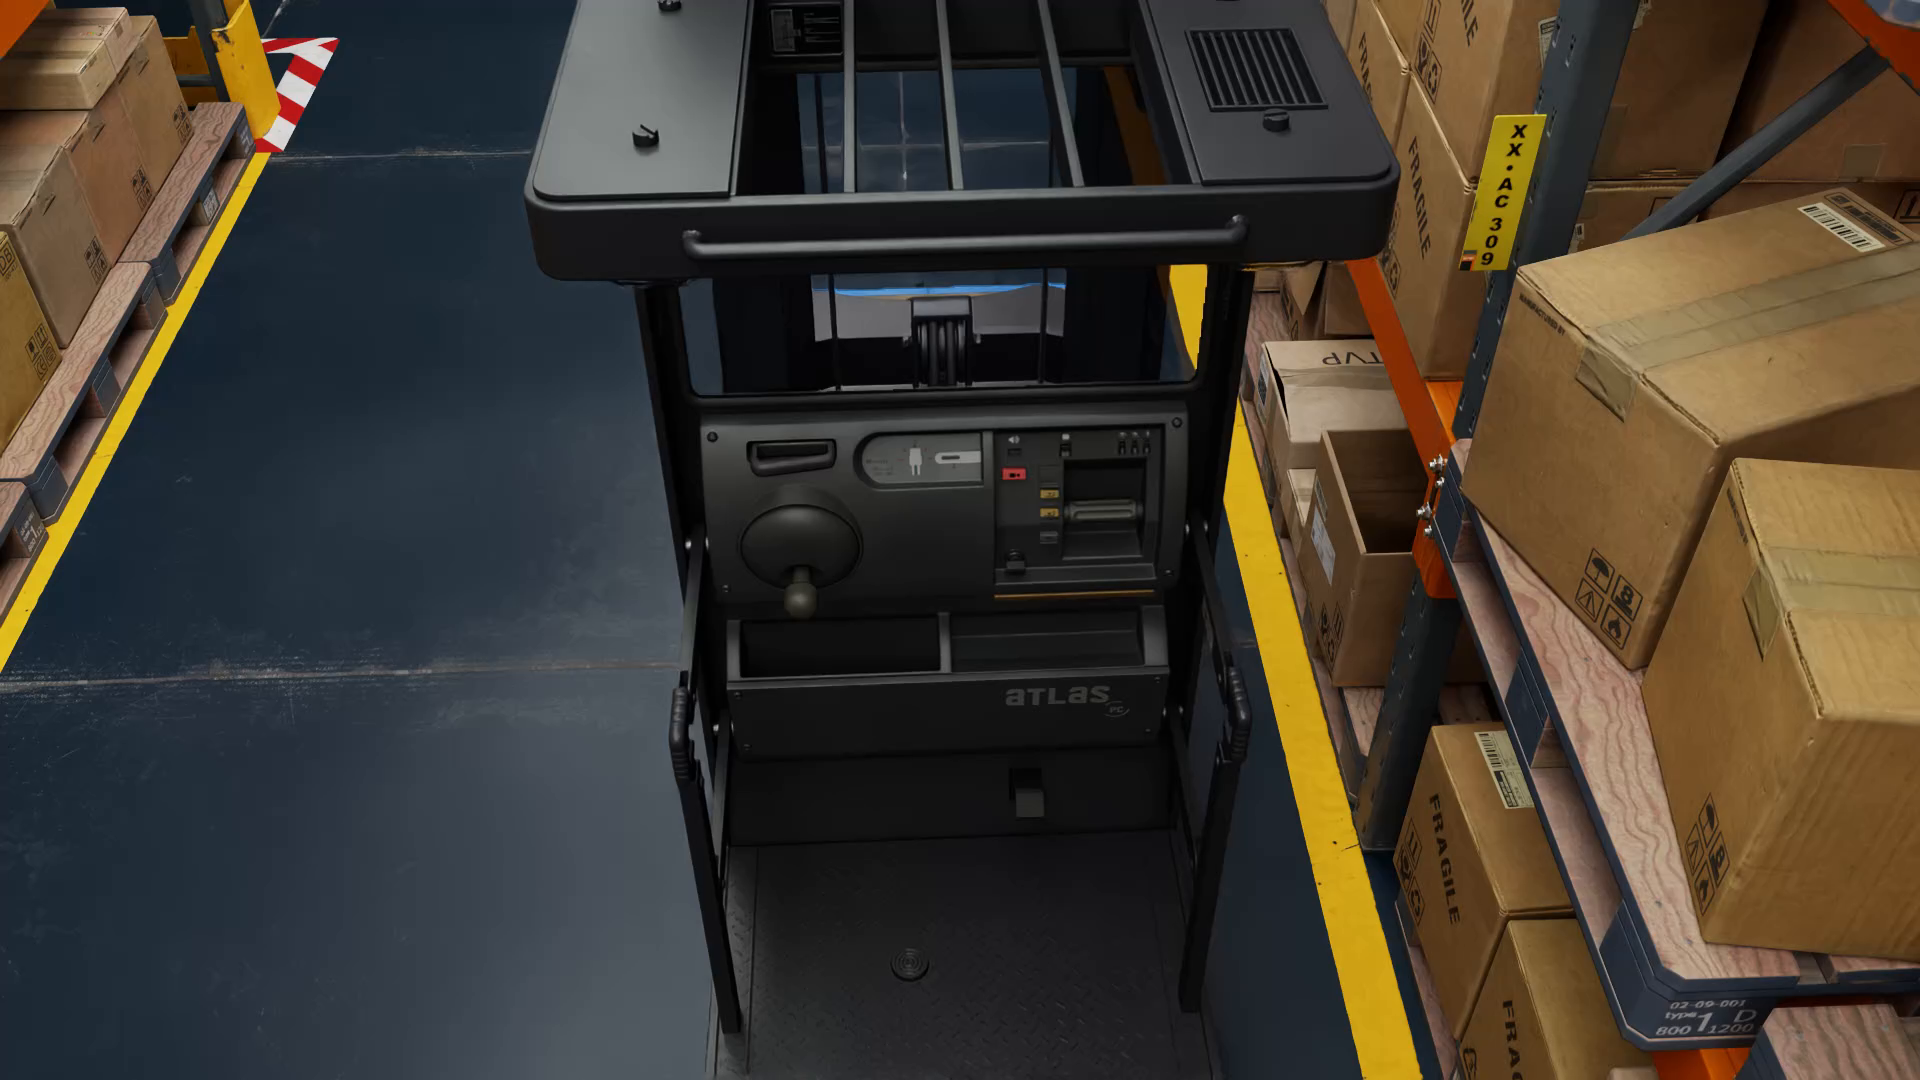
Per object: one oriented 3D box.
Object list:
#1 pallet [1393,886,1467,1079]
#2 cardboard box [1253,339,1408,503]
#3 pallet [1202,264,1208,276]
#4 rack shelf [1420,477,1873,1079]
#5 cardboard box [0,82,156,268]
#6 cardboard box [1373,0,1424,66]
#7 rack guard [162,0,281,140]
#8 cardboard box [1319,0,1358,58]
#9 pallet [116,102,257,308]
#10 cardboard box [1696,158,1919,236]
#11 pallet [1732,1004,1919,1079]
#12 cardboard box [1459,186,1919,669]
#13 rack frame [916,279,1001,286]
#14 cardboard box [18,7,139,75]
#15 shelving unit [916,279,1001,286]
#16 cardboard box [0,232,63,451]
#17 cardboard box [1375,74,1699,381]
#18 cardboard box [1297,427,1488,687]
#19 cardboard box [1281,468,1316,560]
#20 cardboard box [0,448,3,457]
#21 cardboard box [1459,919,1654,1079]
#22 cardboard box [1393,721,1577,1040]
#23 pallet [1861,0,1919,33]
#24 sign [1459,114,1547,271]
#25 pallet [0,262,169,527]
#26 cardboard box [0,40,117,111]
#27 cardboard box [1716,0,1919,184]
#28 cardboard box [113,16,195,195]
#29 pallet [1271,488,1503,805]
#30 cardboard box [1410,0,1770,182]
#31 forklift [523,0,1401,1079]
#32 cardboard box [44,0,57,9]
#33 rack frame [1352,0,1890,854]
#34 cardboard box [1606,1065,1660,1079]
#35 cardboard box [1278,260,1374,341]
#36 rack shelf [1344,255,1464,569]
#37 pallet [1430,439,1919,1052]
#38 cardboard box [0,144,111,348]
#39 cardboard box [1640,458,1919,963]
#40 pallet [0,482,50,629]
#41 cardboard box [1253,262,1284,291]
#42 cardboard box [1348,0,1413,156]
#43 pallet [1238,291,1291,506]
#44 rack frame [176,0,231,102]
[{"bbox_3d":[1.622,1.234,3.747,1.003,0.211,1.213,-2,43,-2],"label":"pallet"},{"bbox_3d":[1.210,-0.396,5.126,0.500,0.311,0.500,-2,43,-2],"label":"cardboard box"},{"bbox_3d":[1.418,-1.425,6.648,1.003,0.211,1.213,-2,43,-2],"label":"pallet"},{"bbox_3d":[1.635,1.274,2.173,1.077,0.370,4.000,-2,43,-2],"label":"rack shelf"},{"bbox_3d":[-3.418,-1.323,6.013,0.700,0.500,0.500,-2,43,-2],"label":"cardboard box"},{"bbox_3d":[1.245,-1.427,3.773,0.500,0.500,0.500,-2,43,-3],"label":"cardboard box"},{"bbox_3d":[-3.570,-1.992,7.053,1.175,0.500,0.348,-2,43,-2],"label":"rack guard"},{"bbox_3d":[1.225,-1.403,4.487,0.500,0.500,0.500,-1,43,-1],"label":"cardboard box"},{"bbox_3d":[-3.457,-1.332,6.547,1.003,0.211,1.213,-2,43,-2],"label":"pallet"},{"bbox_3d":[1.800,-0.731,3.753,0.500,0.500,0.500,-1,43,-1],"label":"cardboard box"},{"bbox_3d":[1.633,1.117,1.954,1.003,0.211,1.213,-2,43,-2],"label":"pallet"},{"bbox_3d":[1.347,-0.207,2.871,0.700,0.500,0.500,-15,45,-16],"label":"cardboard box"},{"bbox_3d":[-0.005,-0.406,5.027,0.240,0.900,0.006,-2,43,-2],"label":"rack frame"},{"bbox_3d":[-3.252,-1.819,6.073,0.380,0.149,0.250,-2,43,-2],"label":"cardboard box"},{"bbox_3d":[0.000,-0.337,4.952,0.258,0.900,0.210,-2,43,-2],"label":"shelving unit"},{"bbox_3d":[-3.366,-0.624,5.250,0.700,0.500,0.500,-1,43,-1],"label":"cardboard box"},{"bbox_3d":[1.272,-0.709,3.729,0.500,0.500,0.500,-1,43,-1],"label":"cardboard box"},{"bbox_3d":[1.242,0.041,4.510,0.500,0.500,0.500,-2,43,-2],"label":"cardboard box"},{"bbox_3d":[1.166,-0.081,4.903,0.380,0.149,0.250,-2,43,-2],"label":"cardboard box"},{"bbox_3d":[-3.347,-0.277,4.872,0.700,0.500,0.500,-2,43,-2],"label":"cardboard box"},{"bbox_3d":[1.361,1.111,3.342,0.500,0.500,0.500,-1,43,-1],"label":"cardboard box"},{"bbox_3d":[1.327,0.751,3.735,0.500,0.500,0.500,-3,43,-4],"label":"cardboard box"},{"bbox_3d":[1.507,-0.936,1.970,1.213,0.211,1.003,-2,43,-2],"label":"pallet"},{"bbox_3d":[1.008,-0.640,3.088,0.100,0.325,0.005,-2,43,-2],"label":"sign"},{"bbox_3d":[-3.408,-0.510,5.651,1.003,0.211,1.213,-2,43,-2],"label":"pallet"},{"bbox_3d":[-3.240,-1.646,5.885,0.380,0.149,0.250,-1,43,-1],"label":"cardboard box"},{"bbox_3d":[1.811,-1.073,3.387,0.500,0.500,0.500,-1,43,-1],"label":"cardboard box"},{"bbox_3d":[-3.439,-1.661,6.381,0.700,0.500,0.500,-2,43,-2],"label":"cardboard box"},{"bbox_3d":[1.522,0.223,4.851,1.003,0.211,1.213,-2,43,-2],"label":"pallet"},{"bbox_3d":[1.270,-1.081,3.396,0.500,0.500,0.500,-1,43,-2],"label":"cardboard box"},{"bbox_3d":[-0.013,0.028,3.050,1.130,2.935,3.031,-2,43,-2],"label":"forklift"},{"bbox_3d":[-3.645,-1.979,6.248,0.380,0.149,0.250,-1,43,-2],"label":"cardboard box"},{"bbox_3d":[1.550,-0.342,3.403,1.000,3.000,0.127,-2,43,-2],"label":"rack frame"},{"bbox_3d":[1.369,1.150,2.745,0.500,0.250,0.500,-2,43,-2],"label":"cardboard box"},{"bbox_3d":[1.465,-0.852,5.481,0.797,0.503,0.637,-2,43,-2],"label":"cardboard box"},{"bbox_3d":[1.465,-1.427,5.119,1.077,0.370,4.000,-2,43,-2],"label":"rack shelf"},{"bbox_3d":[1.475,0.272,2.876,1.003,0.211,1.213,-2,43,-2],"label":"pallet"},{"bbox_3d":[-3.396,-0.984,5.642,0.700,0.500,0.500,-3,43,-3],"label":"cardboard box"},{"bbox_3d":[1.439,0.255,2.367,0.700,0.500,0.500,5,43,5],"label":"cardboard box"},{"bbox_3d":[-3.353,0.315,4.750,1.003,0.211,1.213,-2,43,-2],"label":"pallet"},{"bbox_3d":[1.162,-1.140,5.984,0.500,0.250,0.500,-2,43,-2],"label":"cardboard box"},{"bbox_3d":[1.249,-1.057,4.109,0.500,0.500,0.500,-1,43,-1],"label":"cardboard box"},{"bbox_3d":[1.467,-0.603,5.752,1.003,0.211,1.213,-2,43,-2],"label":"pallet"},{"bbox_3d":[-3.569,-2.897,6.191,1.000,3.000,0.127,-2,43,-2],"label":"rack frame"}]
